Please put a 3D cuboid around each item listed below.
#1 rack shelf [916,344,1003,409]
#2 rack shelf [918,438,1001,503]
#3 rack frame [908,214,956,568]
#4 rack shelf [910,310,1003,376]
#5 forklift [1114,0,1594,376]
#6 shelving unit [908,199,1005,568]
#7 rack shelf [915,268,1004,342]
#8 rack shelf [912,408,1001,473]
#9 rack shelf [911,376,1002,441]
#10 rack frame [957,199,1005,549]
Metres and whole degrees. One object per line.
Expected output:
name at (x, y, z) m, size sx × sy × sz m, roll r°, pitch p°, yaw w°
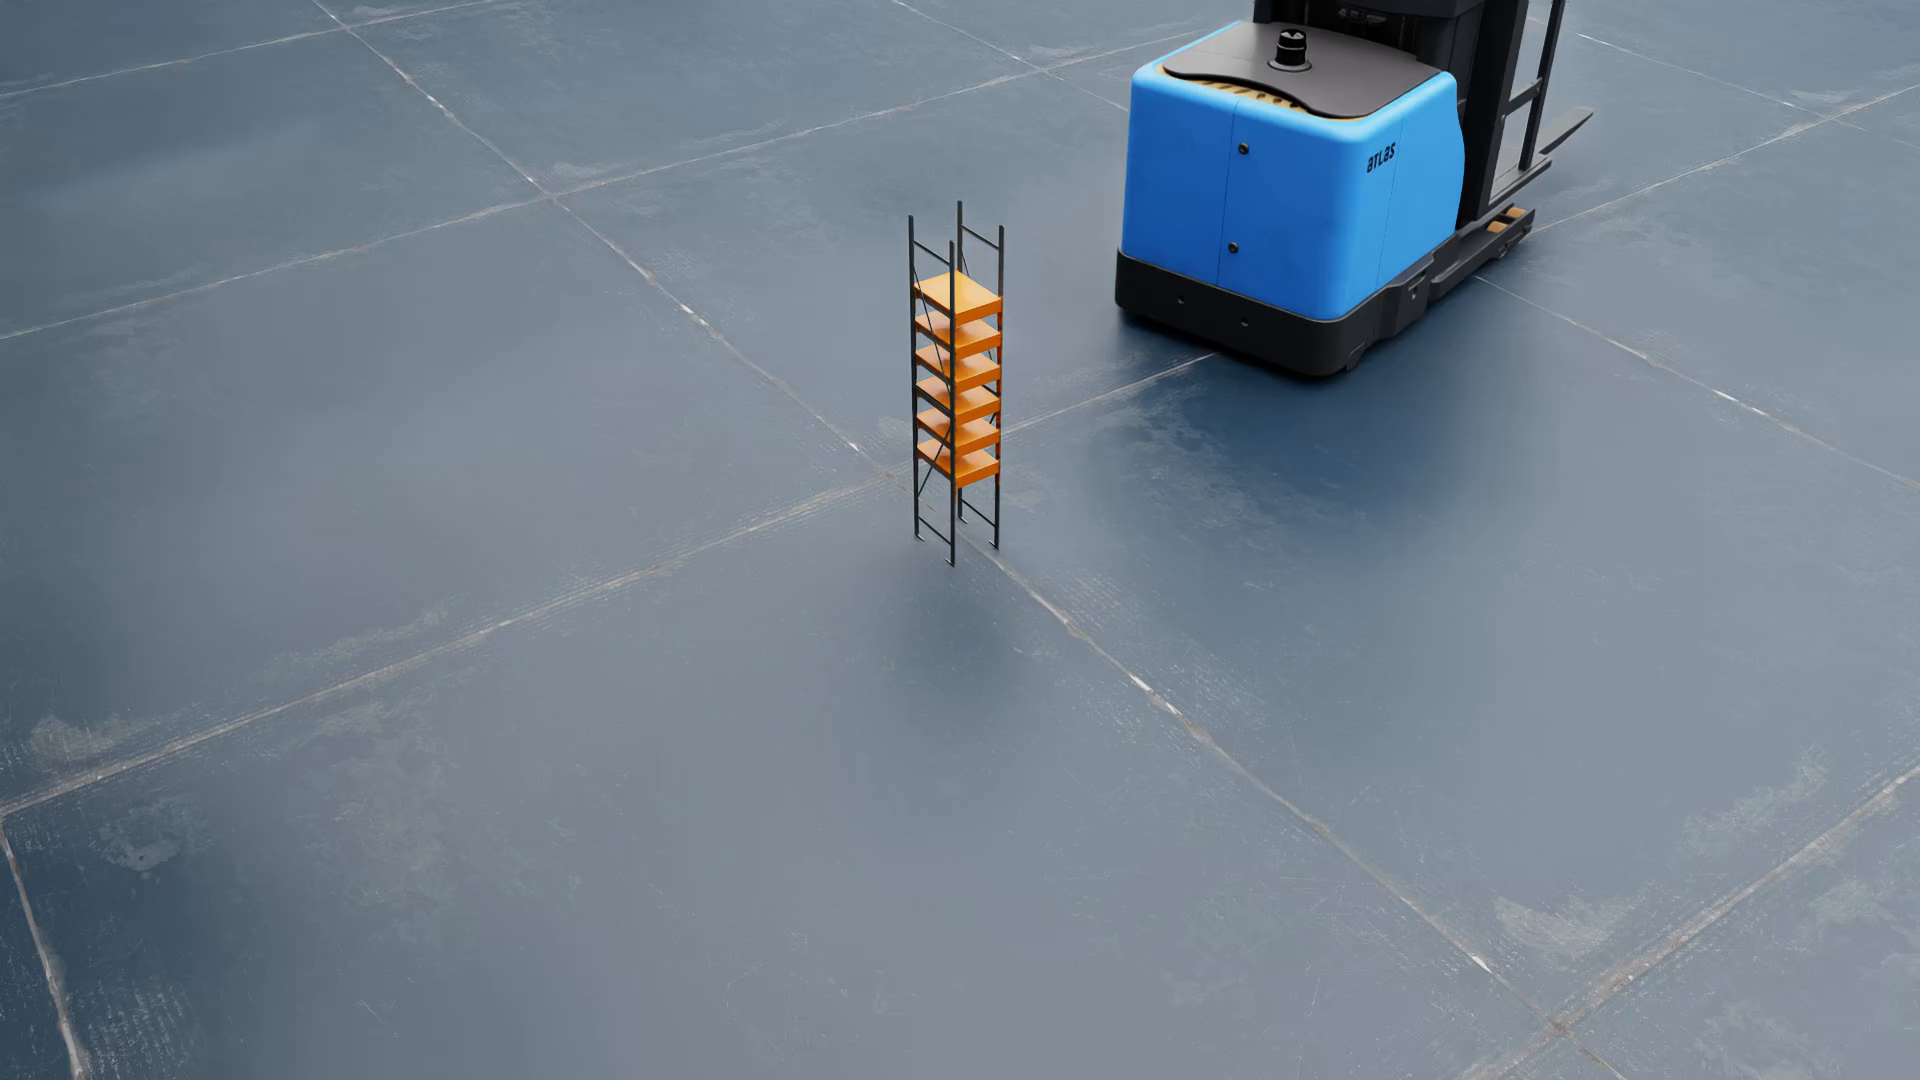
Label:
rack shelf at (-0.012, -0.544, 5.349) m, size 0.180 × 0.103 × 0.258 m, roll -22°, pitch 41°, yaw -28°
rack shelf at (-0.012, -0.251, 5.559) m, size 0.180 × 0.103 × 0.258 m, roll -22°, pitch 41°, yaw -28°
rack frame at (-0.087, -0.451, 5.350) m, size 0.006 × 1.200 × 0.240 m, roll -22°, pitch 41°, yaw -28°
rack shelf at (-0.012, -0.641, 5.279) m, size 0.180 × 0.103 × 0.258 m, roll -22°, pitch 41°, yaw -28°
forklift at (1.978, -2.625, 6.890) m, size 1.130 × 2.935 × 3.031 m, roll 26°, pitch 43°, yaw 31°
shelving unit at (-0.012, -0.482, 5.393) m, size 0.189 × 1.200 × 0.258 m, roll -22°, pitch 41°, yaw -28°
rack shelf at (-0.012, -0.738, 5.209) m, size 0.180 × 0.103 × 0.258 m, roll -22°, pitch 41°, yaw -28°
rack shelf at (-0.012, -0.349, 5.489) m, size 0.180 × 0.103 × 0.258 m, roll -22°, pitch 41°, yaw -28°
rack shelf at (-0.012, -0.446, 5.419) m, size 0.180 × 0.103 × 0.258 m, roll -22°, pitch 41°, yaw -28°
rack frame at (0.063, -0.513, 5.436) m, size 0.006 × 1.200 × 0.240 m, roll -22°, pitch 41°, yaw -28°
